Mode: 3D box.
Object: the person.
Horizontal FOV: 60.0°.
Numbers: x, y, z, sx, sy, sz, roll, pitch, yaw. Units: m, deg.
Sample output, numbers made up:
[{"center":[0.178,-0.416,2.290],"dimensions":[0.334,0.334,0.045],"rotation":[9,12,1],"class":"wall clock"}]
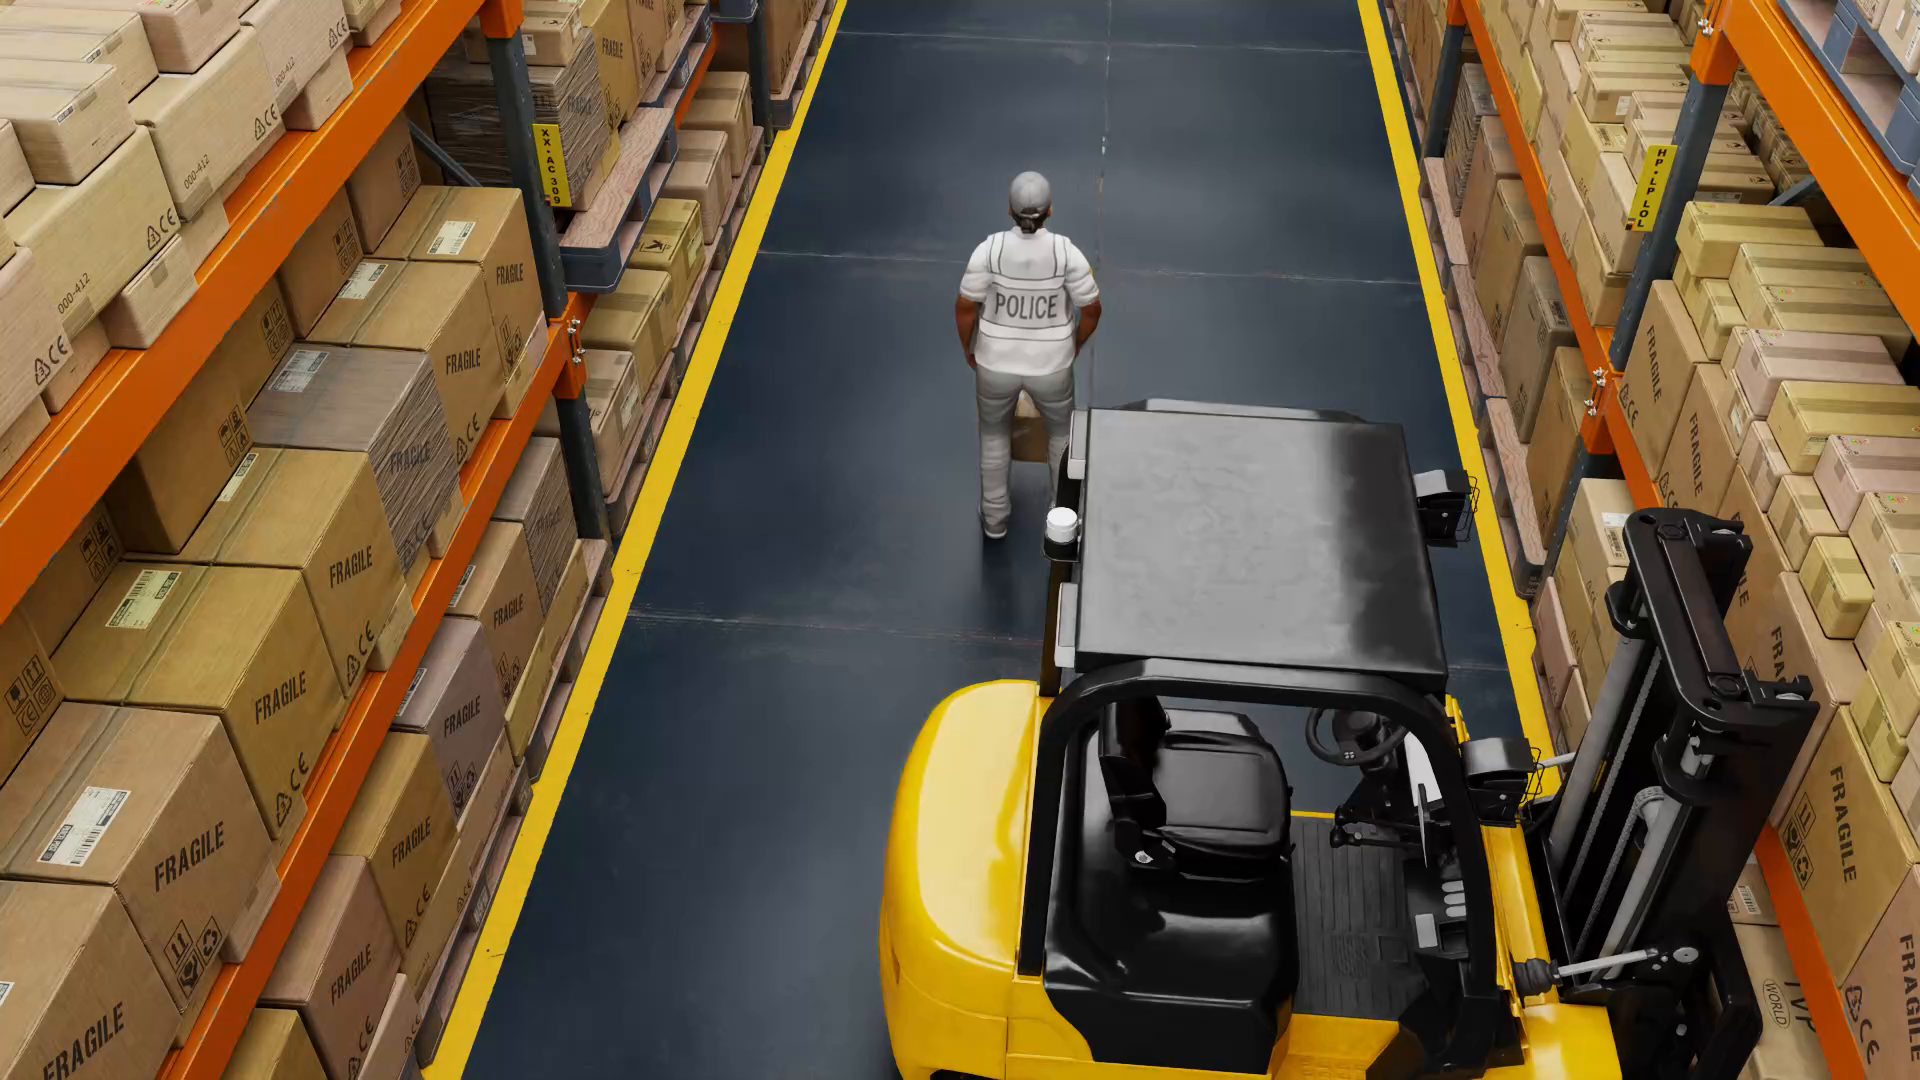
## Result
[{"center":[0.286,-0.807,7.069],"dimensions":[0.606,1.566,0.501],"rotation":[3,40,3],"class":"person"}]
